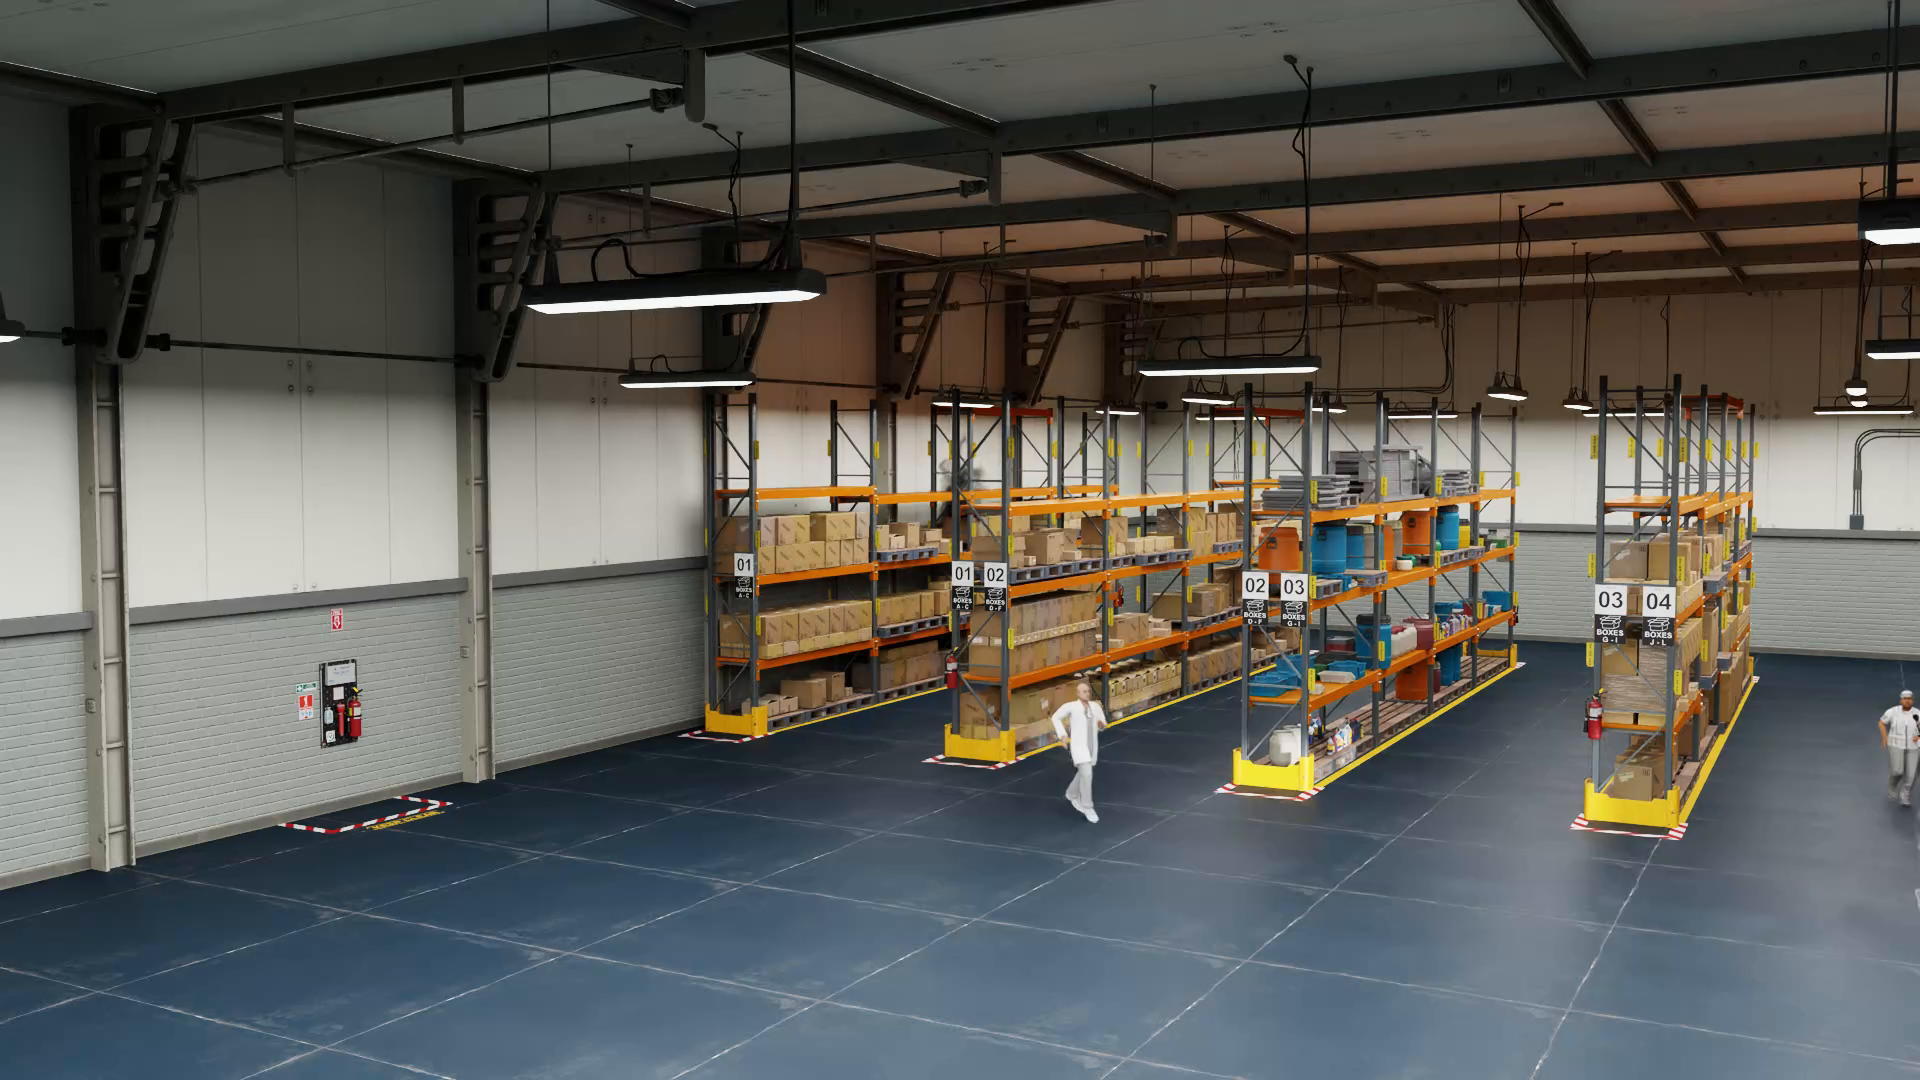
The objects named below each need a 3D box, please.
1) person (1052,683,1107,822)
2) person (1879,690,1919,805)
[{"bbox_3d":[1.680,2.869,22.752,0.681,1.827,0.908,-2,4,-34],"label":"person"},{"bbox_3d":[13.272,2.924,23.355,0.606,1.620,0.556,1,3,21],"label":"person"}]
